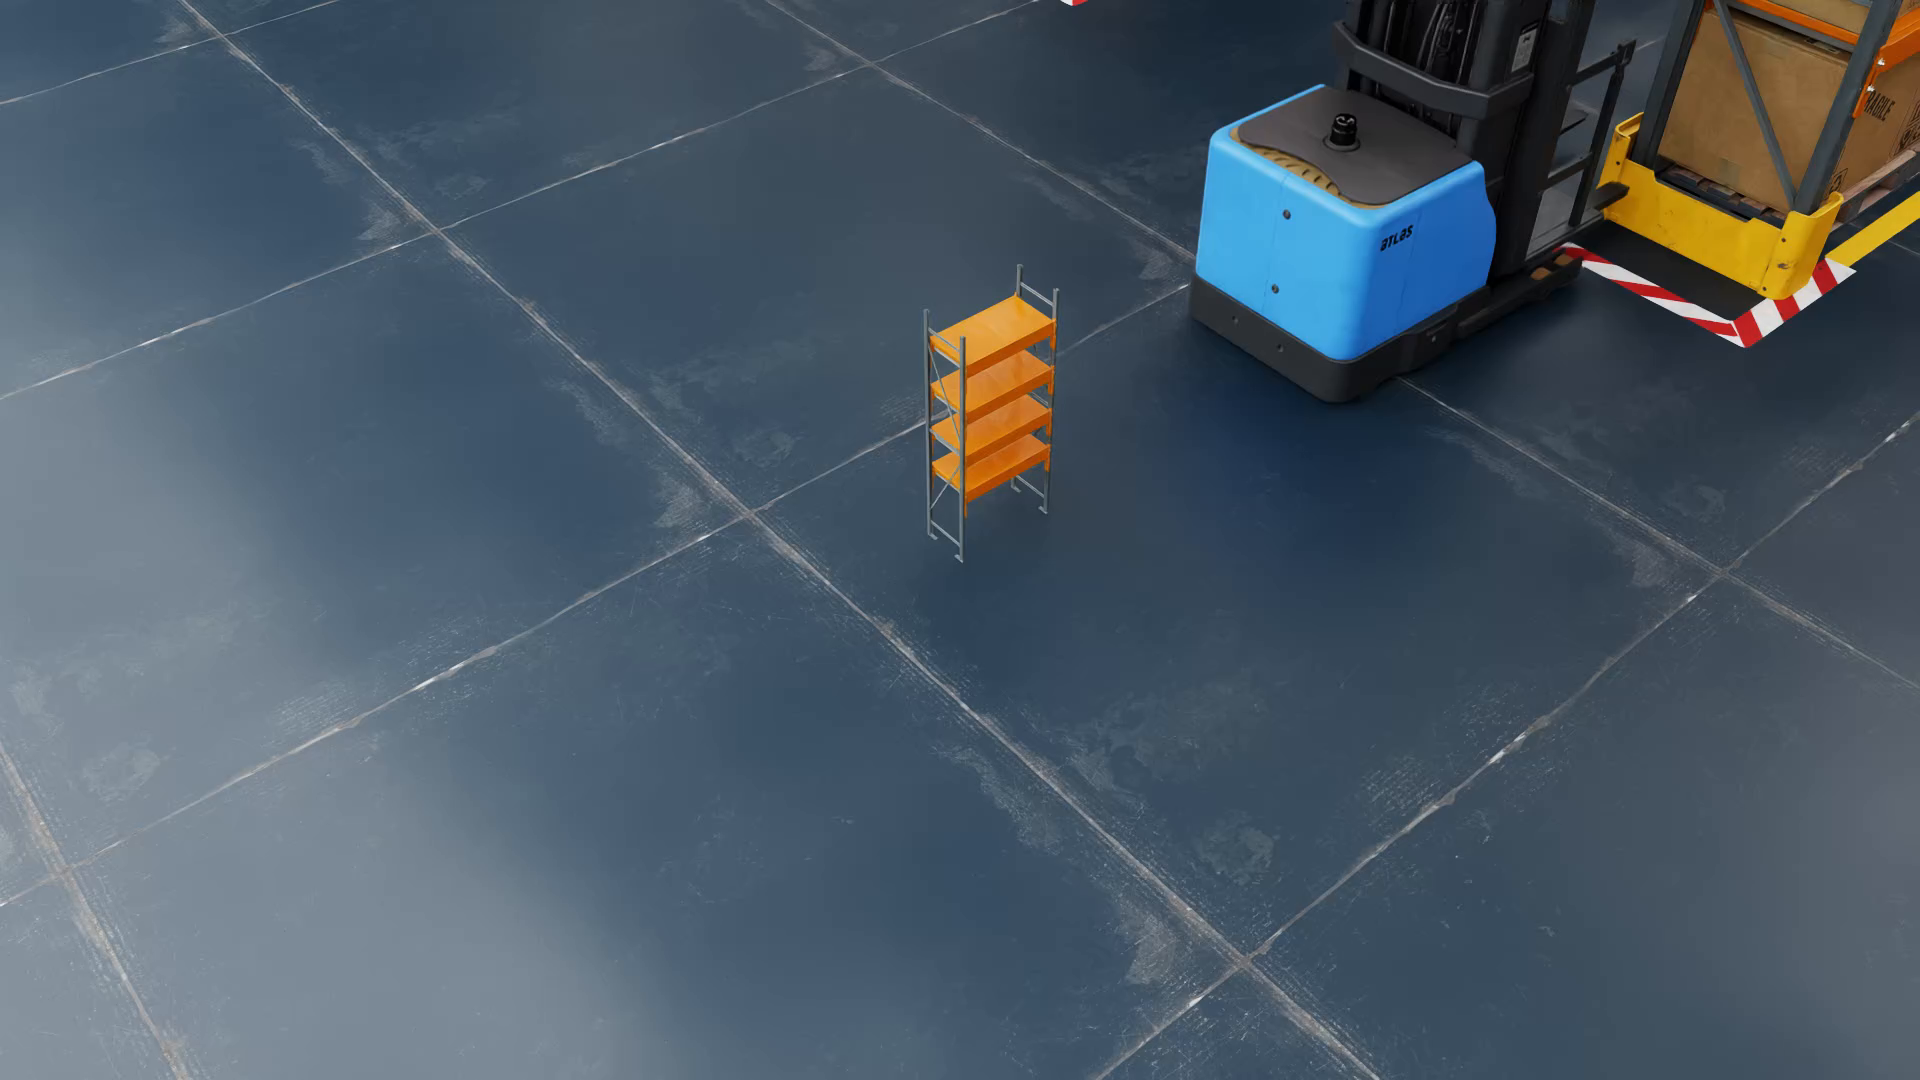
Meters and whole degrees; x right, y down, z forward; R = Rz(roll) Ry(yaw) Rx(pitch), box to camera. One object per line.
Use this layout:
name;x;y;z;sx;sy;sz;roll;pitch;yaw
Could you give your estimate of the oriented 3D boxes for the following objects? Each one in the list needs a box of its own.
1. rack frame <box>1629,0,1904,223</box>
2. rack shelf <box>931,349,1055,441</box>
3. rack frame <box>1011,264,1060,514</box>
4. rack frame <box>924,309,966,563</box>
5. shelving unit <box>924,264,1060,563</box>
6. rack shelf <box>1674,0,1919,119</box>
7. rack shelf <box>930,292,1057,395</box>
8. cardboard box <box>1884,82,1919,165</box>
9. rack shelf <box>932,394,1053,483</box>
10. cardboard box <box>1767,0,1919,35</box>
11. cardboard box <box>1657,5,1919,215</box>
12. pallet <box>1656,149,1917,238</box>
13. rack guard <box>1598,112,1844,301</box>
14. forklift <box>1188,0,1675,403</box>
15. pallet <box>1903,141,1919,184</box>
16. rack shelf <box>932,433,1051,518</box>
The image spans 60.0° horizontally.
rack frame;4.014;-2.710;7.998;0.127;3.000;1.000;-30;51;-28
rack shelf;0.127;-0.624;6.863;0.480;0.148;0.258;-30;51;-28
rack frame;0.314;-0.617;7.084;0.015;1.200;0.240;-30;51;-28
rack frame;-0.060;-0.403;6.856;0.015;1.200;0.240;-30;51;-28
shelving unit;0.127;-0.510;6.970;0.503;1.200;0.258;-30;51;-28
rack shelf;5.548;-3.326;9.180;4.000;0.370;1.077;-30;51;-28
rack shelf;0.127;-0.796;6.701;0.480;0.148;0.258;-30;51;-28
cardboard box;5.166;-2.809;9.349;0.875;0.875;0.875;-31;51;-28
rack shelf;0.127;-0.461;7.016;0.480;0.148;0.258;-30;51;-28
cardboard box;4.270;-2.952;8.146;0.550;0.550;0.875;-30;51;-28
cardboard box;4.492;-2.421;8.936;0.875;0.875;0.875;-29;51;-28
pallet;4.577;-2.086;9.371;1.213;0.211;1.003;-30;51;-28
rack guard;3.996;-1.789;8.843;0.348;0.500;1.175;-30;51;-28
forklift;2.620;-2.567;7.895;3.031;2.935;1.130;-29;50;-27
pallet;5.513;-2.619;9.938;1.213;0.211;1.003;-30;51;-28
rack shelf;0.127;-0.316;7.152;0.480;0.148;0.258;-30;51;-28
